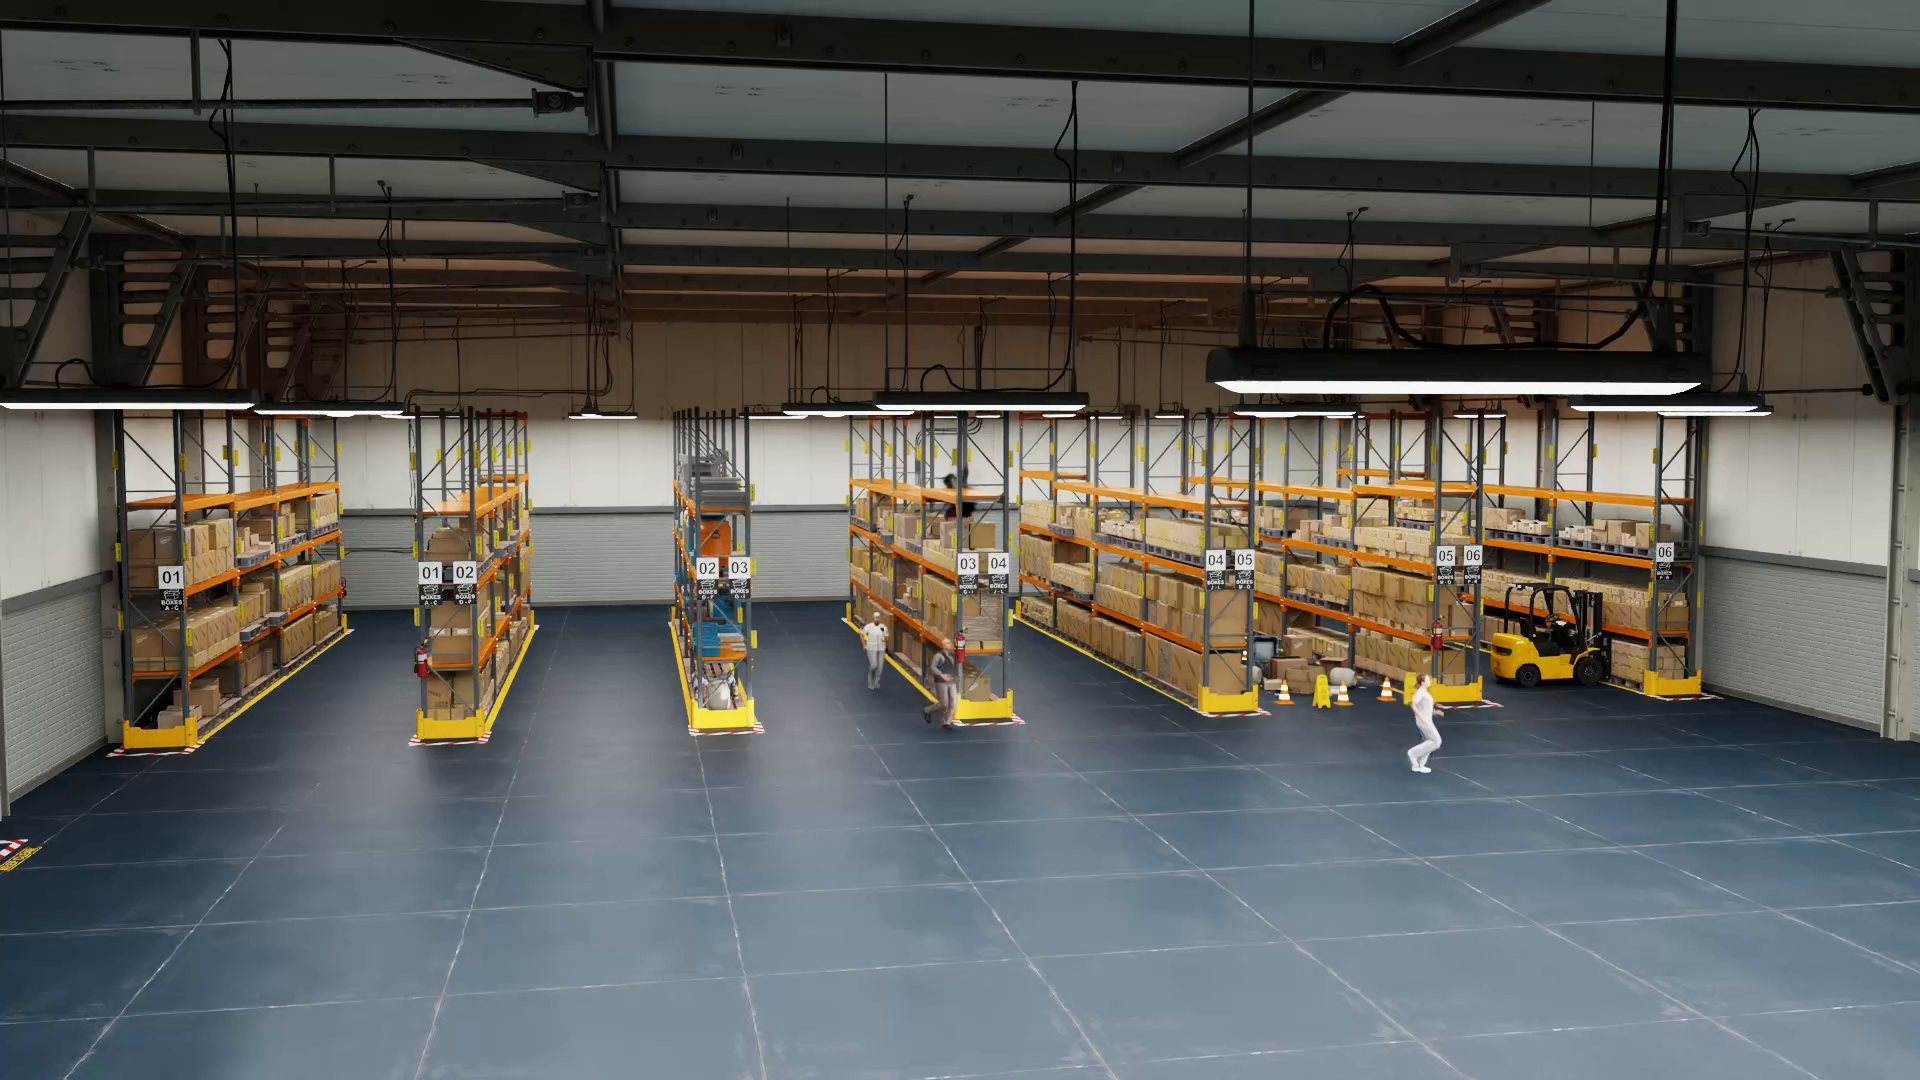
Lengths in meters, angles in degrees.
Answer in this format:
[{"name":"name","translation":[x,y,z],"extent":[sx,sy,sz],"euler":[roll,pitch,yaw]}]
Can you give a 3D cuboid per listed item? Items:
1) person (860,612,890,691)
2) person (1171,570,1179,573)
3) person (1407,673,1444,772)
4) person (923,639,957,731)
[{"name":"person","translation":[-1.787,2.379,35.458],"extent":[0.577,1.679,0.682],"euler":[-1,4,-20]},{"name":"person","translation":[6.655,1.213,51.026],"extent":[0.863,1.749,0.691],"euler":[2,4,22]},{"name":"person","translation":[7.602,2.980,27.127],"extent":[0.556,1.627,0.559],"euler":[2,4,20]},{"name":"person","translation":[-0.307,2.684,31.062],"extent":[0.684,1.694,0.678],"euler":[3,5,40]}]
